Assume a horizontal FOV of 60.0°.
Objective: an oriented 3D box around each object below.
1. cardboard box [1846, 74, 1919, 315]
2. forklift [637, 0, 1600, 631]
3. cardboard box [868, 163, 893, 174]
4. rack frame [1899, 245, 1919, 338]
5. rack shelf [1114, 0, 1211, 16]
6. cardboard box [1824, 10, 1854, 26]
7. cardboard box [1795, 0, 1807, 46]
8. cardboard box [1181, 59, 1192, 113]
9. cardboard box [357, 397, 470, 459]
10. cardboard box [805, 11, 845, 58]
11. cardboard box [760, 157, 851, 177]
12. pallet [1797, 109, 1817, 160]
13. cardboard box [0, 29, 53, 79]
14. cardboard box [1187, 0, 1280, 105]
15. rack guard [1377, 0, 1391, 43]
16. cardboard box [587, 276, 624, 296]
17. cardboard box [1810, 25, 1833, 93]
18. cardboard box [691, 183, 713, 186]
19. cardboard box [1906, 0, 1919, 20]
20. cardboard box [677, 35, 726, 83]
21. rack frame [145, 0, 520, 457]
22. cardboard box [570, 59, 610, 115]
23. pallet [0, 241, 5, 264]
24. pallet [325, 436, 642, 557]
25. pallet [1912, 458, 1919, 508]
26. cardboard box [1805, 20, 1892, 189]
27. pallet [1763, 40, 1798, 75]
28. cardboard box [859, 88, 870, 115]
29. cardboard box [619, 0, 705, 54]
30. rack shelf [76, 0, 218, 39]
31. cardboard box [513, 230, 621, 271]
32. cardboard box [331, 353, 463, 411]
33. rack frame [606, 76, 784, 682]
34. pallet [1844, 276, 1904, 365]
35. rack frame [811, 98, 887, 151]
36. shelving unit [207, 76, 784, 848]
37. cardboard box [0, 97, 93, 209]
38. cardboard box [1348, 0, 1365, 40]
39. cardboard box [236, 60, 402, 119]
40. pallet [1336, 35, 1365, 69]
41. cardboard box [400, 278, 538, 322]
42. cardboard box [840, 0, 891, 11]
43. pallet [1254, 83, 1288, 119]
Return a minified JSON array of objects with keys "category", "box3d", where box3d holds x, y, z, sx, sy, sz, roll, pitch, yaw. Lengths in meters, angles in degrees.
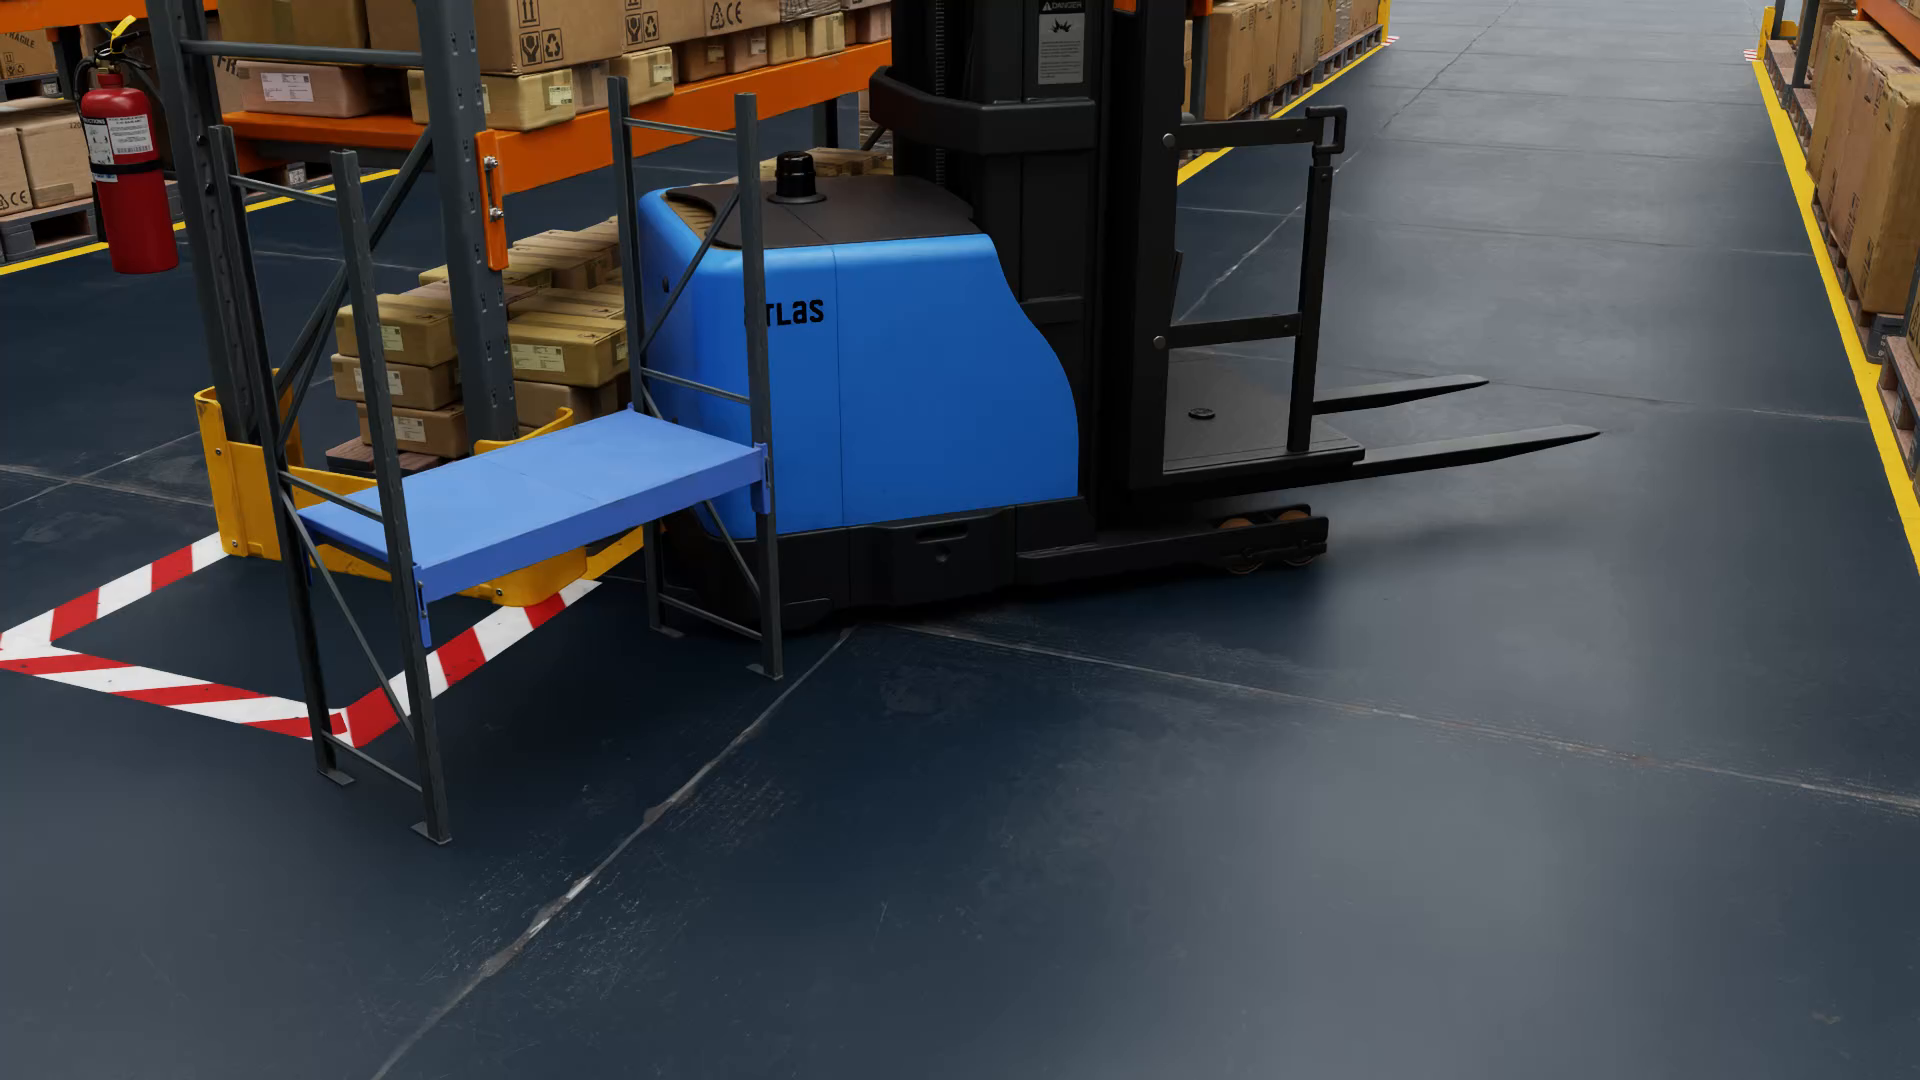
[{"category":"cardboard box","box3d":[4.530,-1.431,6.995,1.225,0.875,0.875,9,24,20]},{"category":"forklift","box3d":[0.593,-1.433,4.877,3.031,2.935,1.130,-8,24,-18]},{"category":"cardboard box","box3d":[-0.205,-1.623,7.625,0.380,0.149,0.250,9,24,21]},{"category":"rack frame","box3d":[4.311,-1.985,6.112,1.000,3.000,0.127,9,24,20]},{"category":"rack shelf","box3d":[0.486,-3.115,9.750,1.077,0.370,4.000,9,24,20]},{"category":"cardboard box","box3d":[7.674,-4.232,14.188,0.500,0.500,0.500,18,29,37]},{"category":"cardboard box","box3d":[8.521,-5.099,16.264,0.500,0.500,0.500,14,26,30]},{"category":"cardboard box","box3d":[1.228,-2.931,11.072,0.500,0.500,0.500,9,24,20]},{"category":"cardboard box","box3d":[-1.740,-0.397,5.462,0.380,0.149,0.250,9,24,21]},{"category":"cardboard box","box3d":[-0.659,-1.910,6.258,0.380,0.149,0.250,9,24,21]},{"category":"cardboard box","box3d":[-0.734,-1.701,7.812,0.380,0.149,0.250,10,25,23]},{"category":"pallet","box3d":[6.543,-2.845,11.786,1.003,0.211,1.213,9,24,20]},{"category":"cardboard box","box3d":[-8.167,-4.226,14.173,0.500,0.500,0.500,8,24,19]},{"category":"cardboard box","box3d":[1.861,-3.837,12.919,1.050,0.750,0.750,9,24,21]},{"category":"rack guard","box3d":[4.210,-5.881,18.681,1.175,0.500,0.348,9,24,20]},{"category":"cardboard box","box3d":[-1.029,-0.780,5.607,0.380,0.149,0.250,9,24,20]},{"category":"cardboard box","box3d":[7.035,-3.681,12.844,0.700,0.500,0.500,7,24,16]},{"category":"cardboard box","box3d":[-1.028,-1.427,7.157,0.380,0.149,0.250,9,24,21]},{"category":"cardboard box","box3d":[4.609,-2.602,7.458,0.500,0.500,0.500,8,24,19]},{"category":"cardboard box","box3d":[-1.019,-1.645,5.622,0.380,0.149,0.250,9,24,20]},{"category":"rack frame","box3d":[-1.742,-1.300,4.471,1.000,3.000,0.127,9,24,20]},{"category":"cardboard box","box3d":[-1.261,-1.350,4.917,0.380,0.149,0.250,10,25,22]},{"category":"pallet","box3d":[-5.697,-1.419,8.372,1.003,0.211,1.213,9,24,20]},{"category":"pallet","box3d":[-1.379,-0.326,5.758,1.003,0.211,1.213,9,24,20]},{"category":"pallet","box3d":[3.504,0.000,4.976,1.003,0.211,1.213,9,24,20]},{"category":"cardboard box","box3d":[5.521,-2.386,9.283,1.225,0.875,0.875,8,24,18]},{"category":"pallet","box3d":[8.406,-4.680,16.181,1.003,0.211,1.213,9,24,20]},{"category":"cardboard box","box3d":[-0.215,-2.421,8.879,0.500,0.250,0.500,8,24,19]},{"category":"cardboard box","box3d":[-1.144,-1.800,5.152,0.500,0.500,0.500,9,24,20]},{"category":"rack shelf","box3d":[-4.147,-3.788,11.360,1.077,0.370,4.000,9,24,20]},{"category":"cardboard box","box3d":[-1.453,-1.059,6.276,0.380,0.149,0.250,10,25,22]},{"category":"cardboard box","box3d":[-1.811,-0.546,5.432,0.380,0.149,0.250,8,24,19]},{"category":"rack frame","box3d":[-0.666,-0.386,4.228,0.500,1.500,0.032,18,29,36]},{"category":"pallet","box3d":[4.528,-0.986,7.336,1.003,0.211,1.213,9,24,20]},{"category":"rack frame","box3d":[-0.256,-2.732,7.898,1.000,3.000,0.127,9,24,20]},{"category":"shelving unit","box3d":[-0.993,-0.236,3.868,0.538,1.500,1.048,18,29,36]},{"category":"cardboard box","box3d":[-5.223,-2.206,9.420,0.875,0.438,0.875,8,24,19]},{"category":"cardboard box","box3d":[3.686,-5.672,17.149,0.875,0.875,0.875,8,24,19]},{"category":"cardboard box","box3d":[-1.884,-1.342,4.896,0.380,0.149,0.250,9,24,20]},{"category":"pallet","box3d":[3.522,-5.007,16.963,1.003,0.211,1.213,9,24,20]},{"category":"cardboard box","box3d":[-1.634,-0.761,5.561,0.380,0.149,0.250,9,24,21]},{"category":"cardboard box","box3d":[-0.554,-2.338,6.440,0.500,0.500,0.500,9,24,20]},{"category":"pallet","box3d":[2.047,-3.583,13.554,1.003,0.211,1.213,9,24,20]}]
